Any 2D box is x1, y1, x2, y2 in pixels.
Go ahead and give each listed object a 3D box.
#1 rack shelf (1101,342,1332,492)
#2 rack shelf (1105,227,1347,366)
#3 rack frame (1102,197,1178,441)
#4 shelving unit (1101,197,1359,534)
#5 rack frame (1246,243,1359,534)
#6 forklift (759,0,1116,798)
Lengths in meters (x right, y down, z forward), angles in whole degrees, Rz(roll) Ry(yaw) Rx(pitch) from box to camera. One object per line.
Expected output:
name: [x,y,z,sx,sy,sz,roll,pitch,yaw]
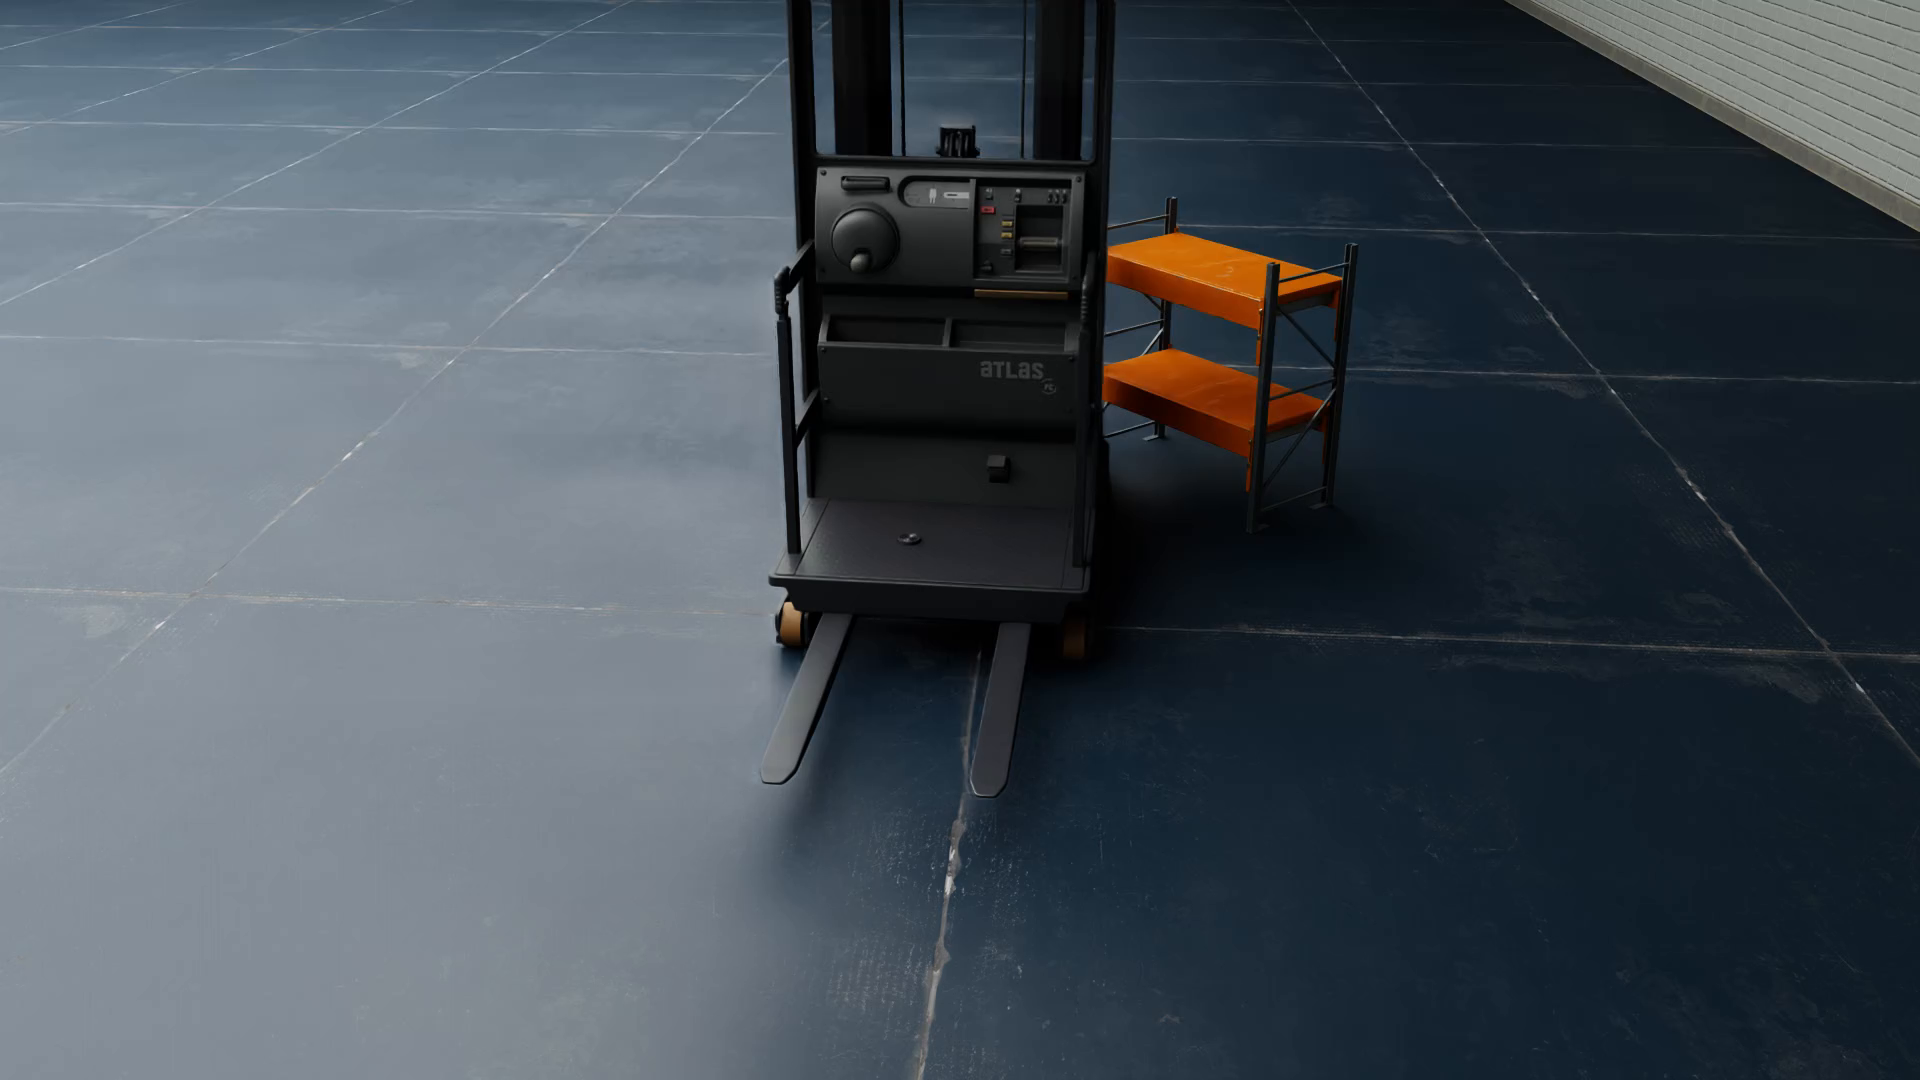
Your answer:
rack shelf: [1.067,-0.551,7.186,0.538,0.278,1.000,-18,30,-34]
rack shelf: [1.067,-1.039,6.961,0.538,0.278,1.000,-18,30,-34]
rack frame: [0.755,-0.940,7.448,0.500,1.125,0.032,-18,30,-34]
shelving unit: [1.067,-0.773,7.084,0.538,1.125,1.048,-18,30,-34]
rack frame: [1.379,-0.605,6.720,0.500,1.125,0.032,-18,30,-34]
forklift: [-0.059,-1.055,5.535,1.130,2.935,3.031,3,25,6]
